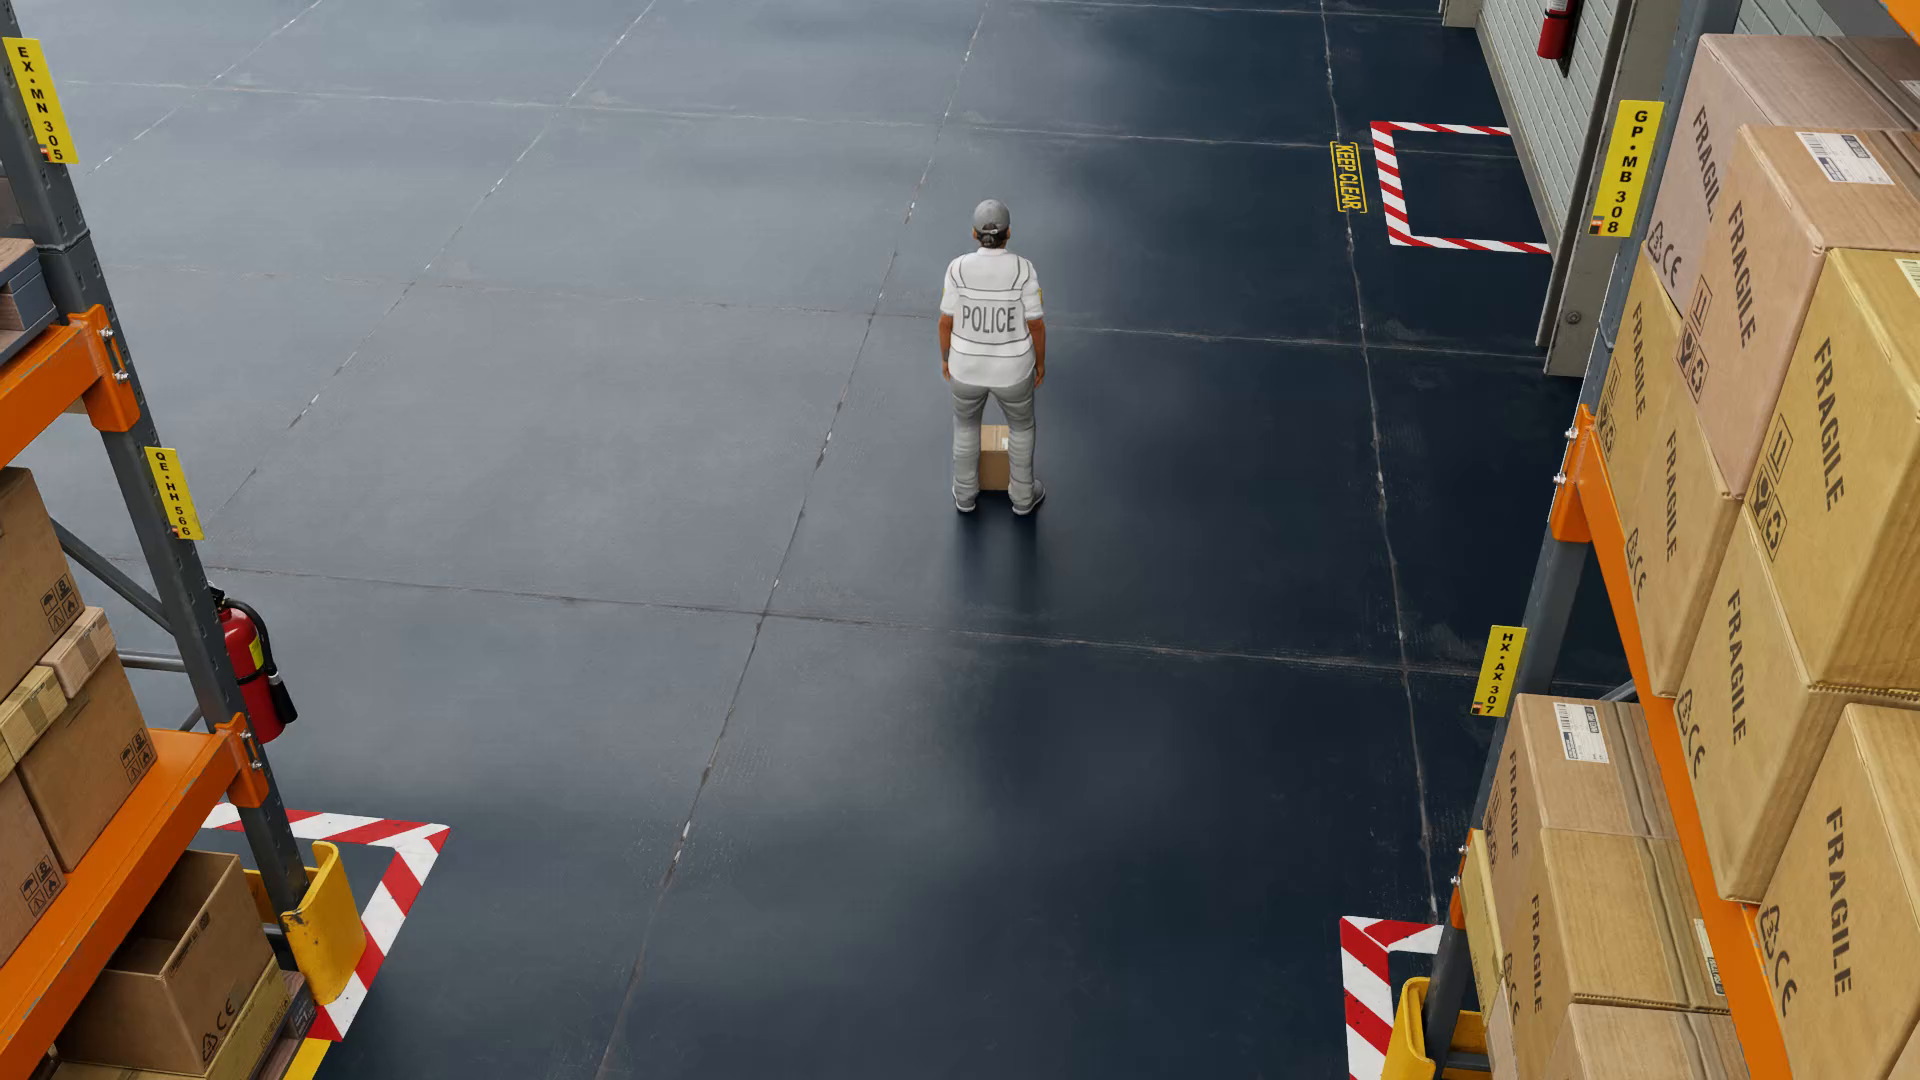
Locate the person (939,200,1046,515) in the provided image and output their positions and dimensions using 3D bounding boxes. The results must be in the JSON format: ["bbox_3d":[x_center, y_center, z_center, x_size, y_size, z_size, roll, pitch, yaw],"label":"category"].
[{"bbox_3d":[0.169,-0.874,8.221,0.537,1.665,0.469,4,37,6],"label":"person"}]
